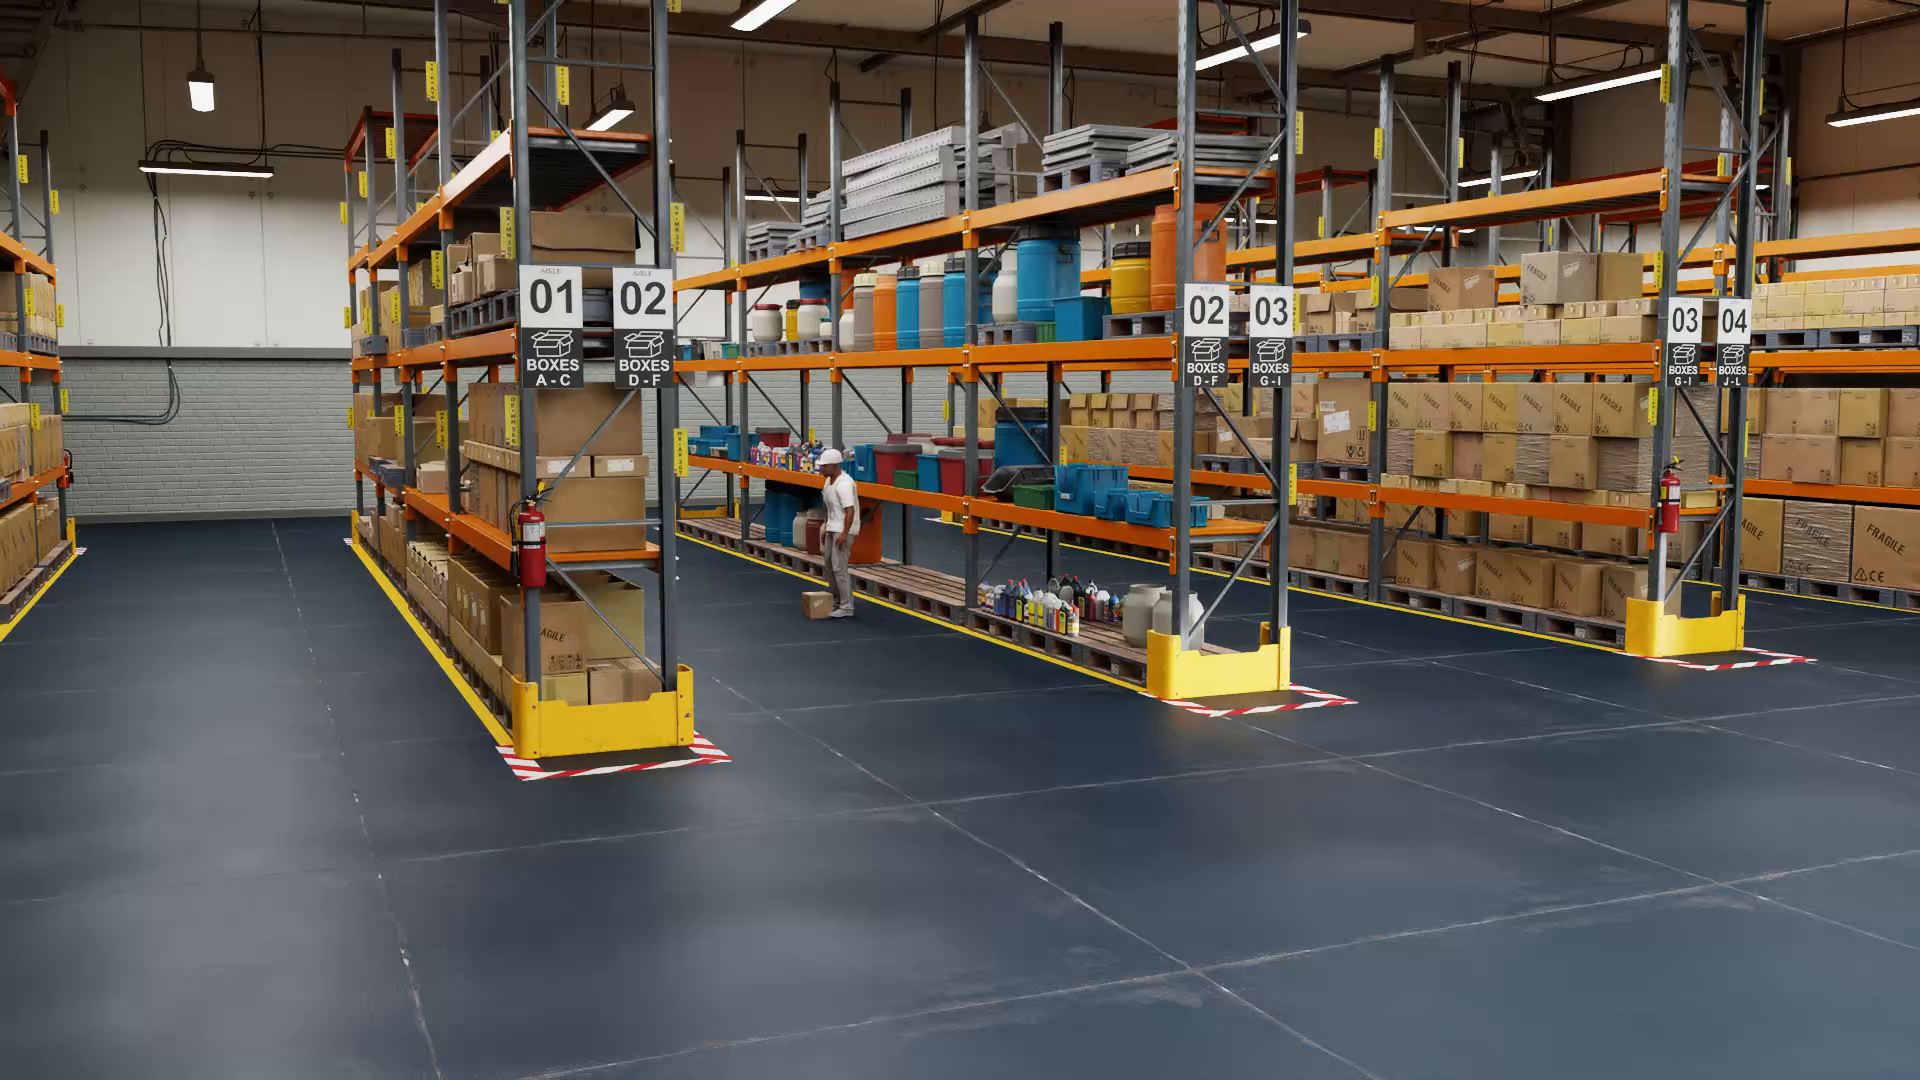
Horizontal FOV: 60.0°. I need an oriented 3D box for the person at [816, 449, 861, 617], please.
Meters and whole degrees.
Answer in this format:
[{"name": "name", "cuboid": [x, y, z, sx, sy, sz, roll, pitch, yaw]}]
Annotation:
[{"name": "person", "cuboid": [-1.295, -0.077, 17.486, 0.456, 1.761, 0.627, -2, 6, -23]}]
